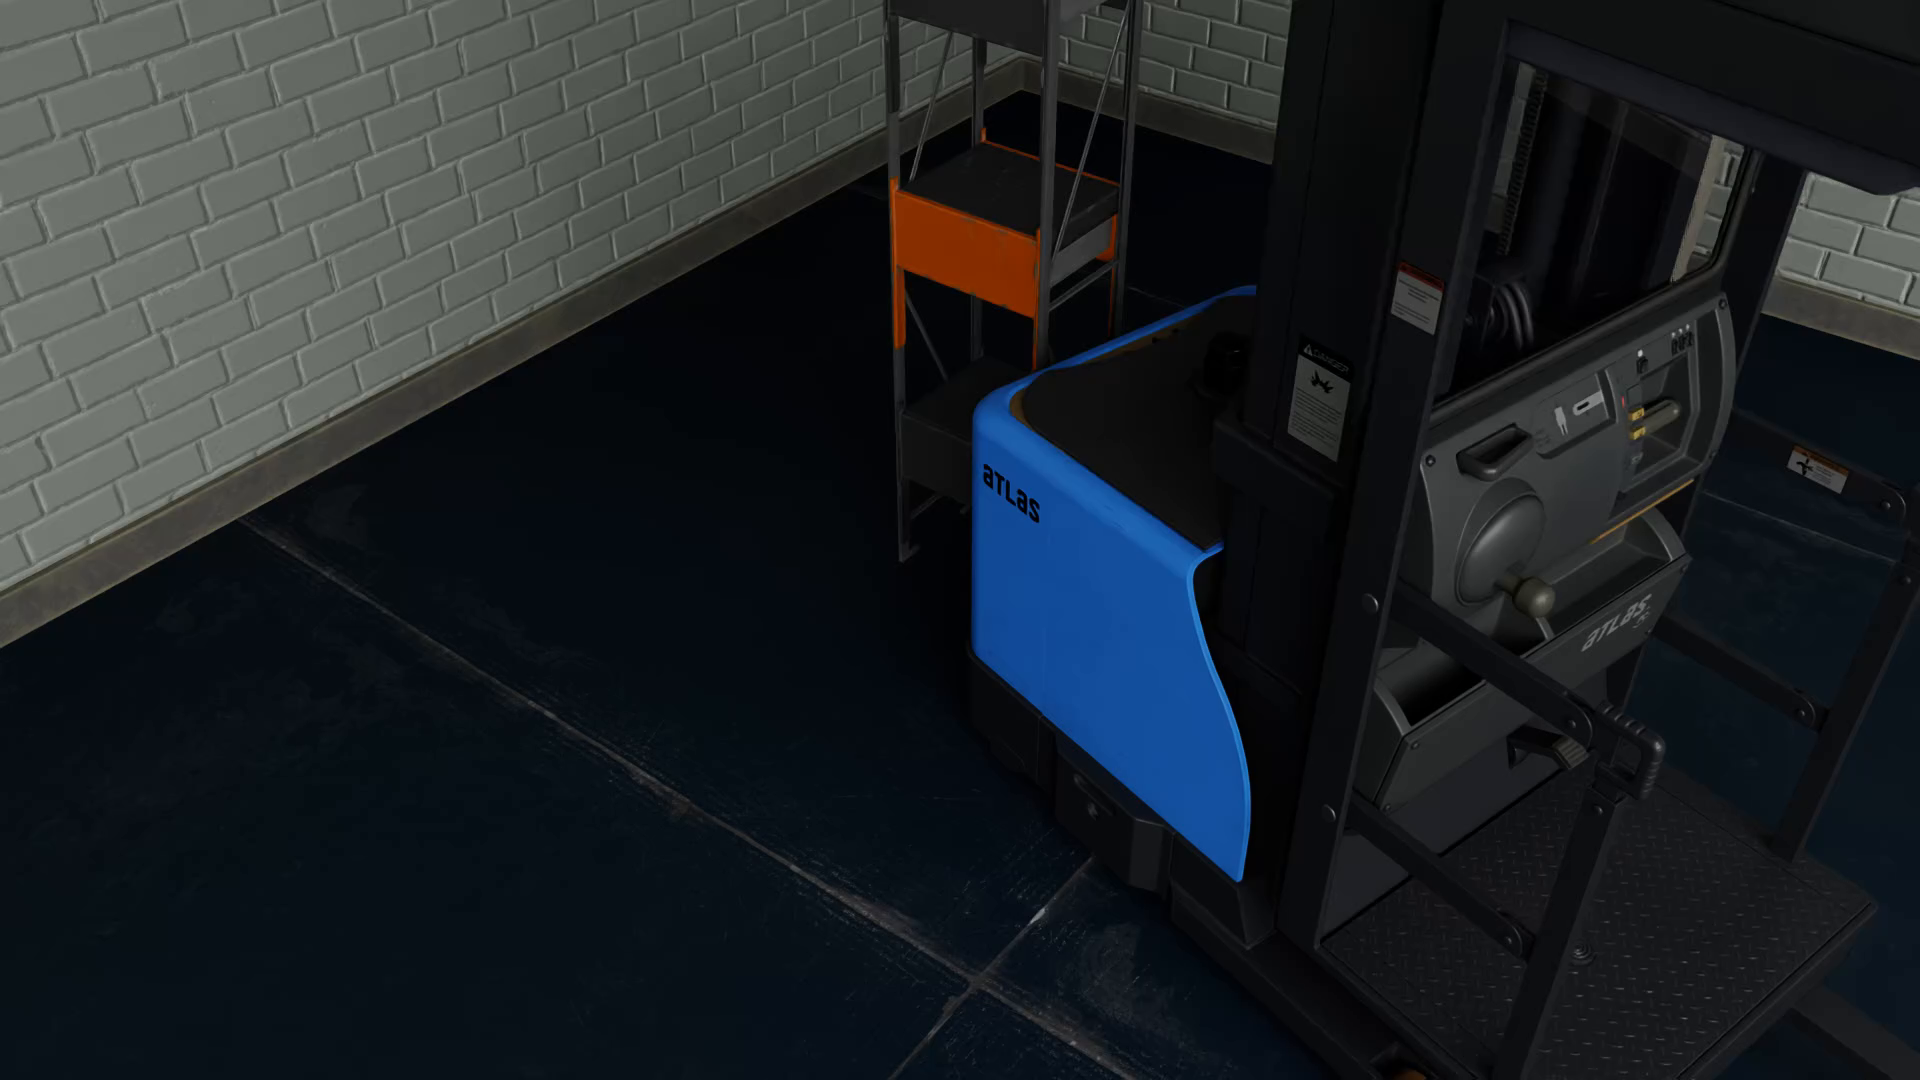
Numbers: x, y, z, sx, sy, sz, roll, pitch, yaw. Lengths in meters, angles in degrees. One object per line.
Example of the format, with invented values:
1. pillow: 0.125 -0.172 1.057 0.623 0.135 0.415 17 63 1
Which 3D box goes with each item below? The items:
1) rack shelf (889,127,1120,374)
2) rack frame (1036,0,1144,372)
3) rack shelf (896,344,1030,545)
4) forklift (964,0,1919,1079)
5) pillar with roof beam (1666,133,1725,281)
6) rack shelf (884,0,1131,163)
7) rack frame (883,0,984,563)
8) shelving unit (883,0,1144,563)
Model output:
1. rack shelf: 0.131 -0.754 4.532 0.480 0.518 0.431 25 45 29
2. rack frame: 0.325 -0.673 4.407 0.015 2.100 0.400 25 45 29
3. rack shelf: 0.131 -0.203 4.963 0.480 0.518 0.431 25 45 29
4. forklift: 1.308 -0.104 3.006 1.130 2.935 3.031 -25 45 -29
5. pillar with roof beam: -0.033 -2.440 1.067 0.400 9.000 9.100 25 45 29
6. rack shelf: 0.131 -1.305 4.100 0.480 0.518 0.431 25 45 29
7. rack frame: -0.062 -0.856 4.640 0.015 2.100 0.400 25 45 29
8. shelving unit: 0.131 -0.765 4.524 0.503 2.100 0.431 25 45 29
